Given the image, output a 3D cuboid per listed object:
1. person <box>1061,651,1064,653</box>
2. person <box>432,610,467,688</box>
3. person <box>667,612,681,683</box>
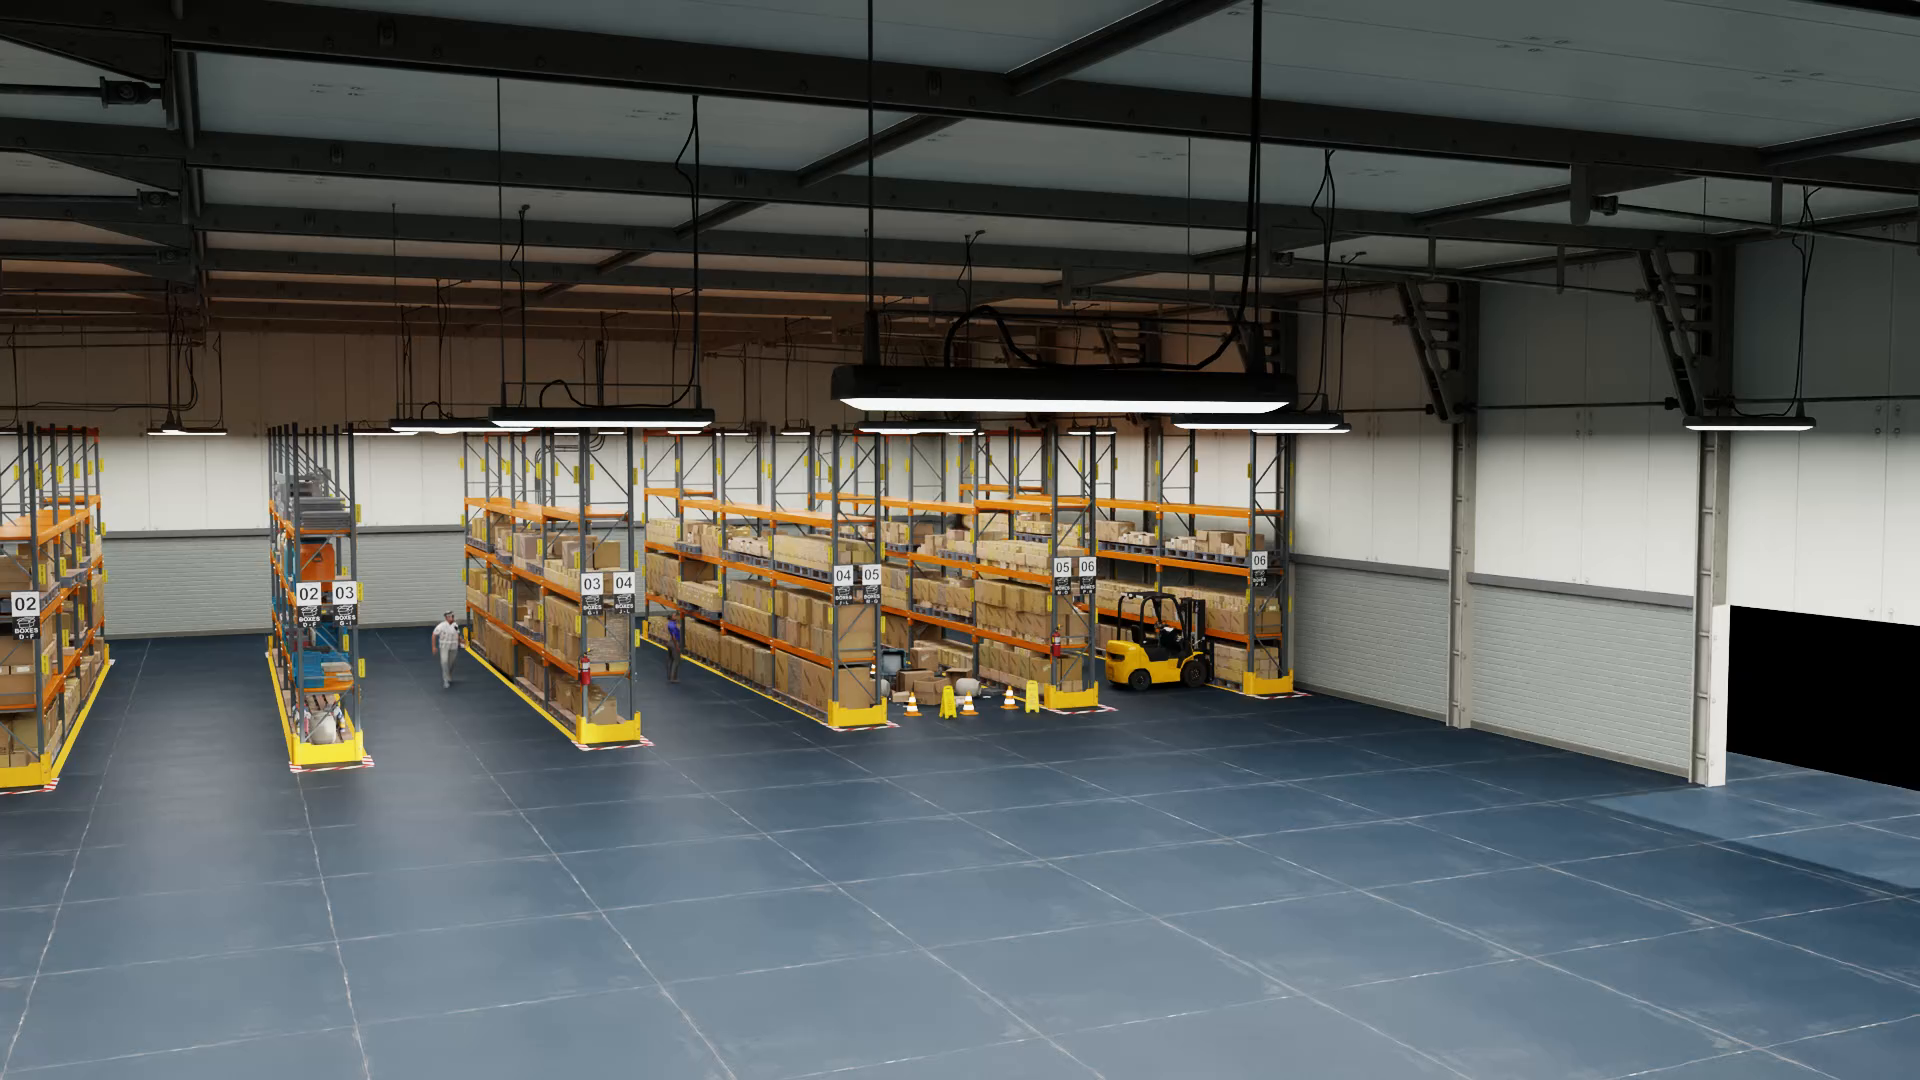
[{"bbox_3d":[2.414,2.255,42.235,0.514,1.749,0.625,0,4,8],"label":"person"},{"bbox_3d":[-11.871,2.510,38.646,0.762,1.765,0.995,-2,4,-25],"label":"person"},{"bbox_3d":[-6.697,2.532,39.106,0.369,1.699,0.480,-2,4,-30],"label":"person"}]
